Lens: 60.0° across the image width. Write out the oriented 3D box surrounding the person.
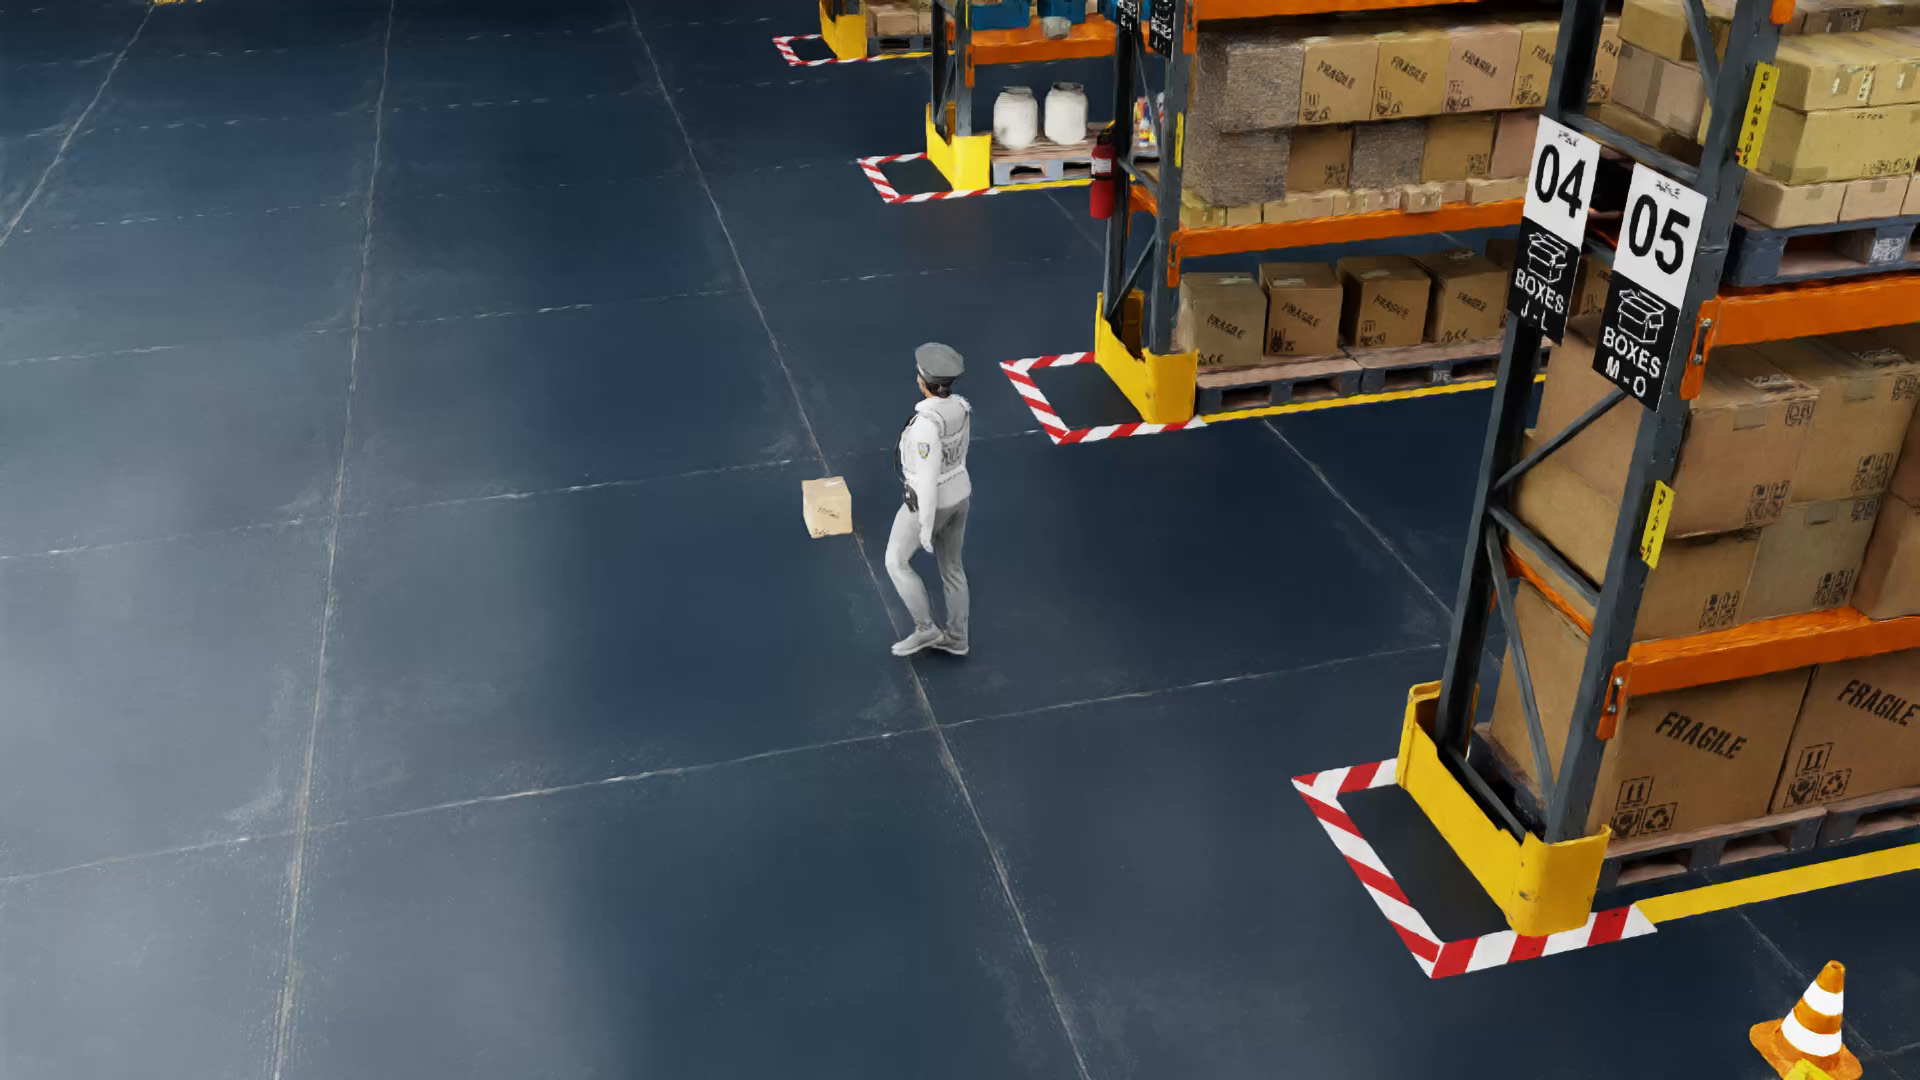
[{"bbox_3d":[-0.128,-0.185,8.496,0.442,1.670,0.577,20,36,31],"label":"person"}]
